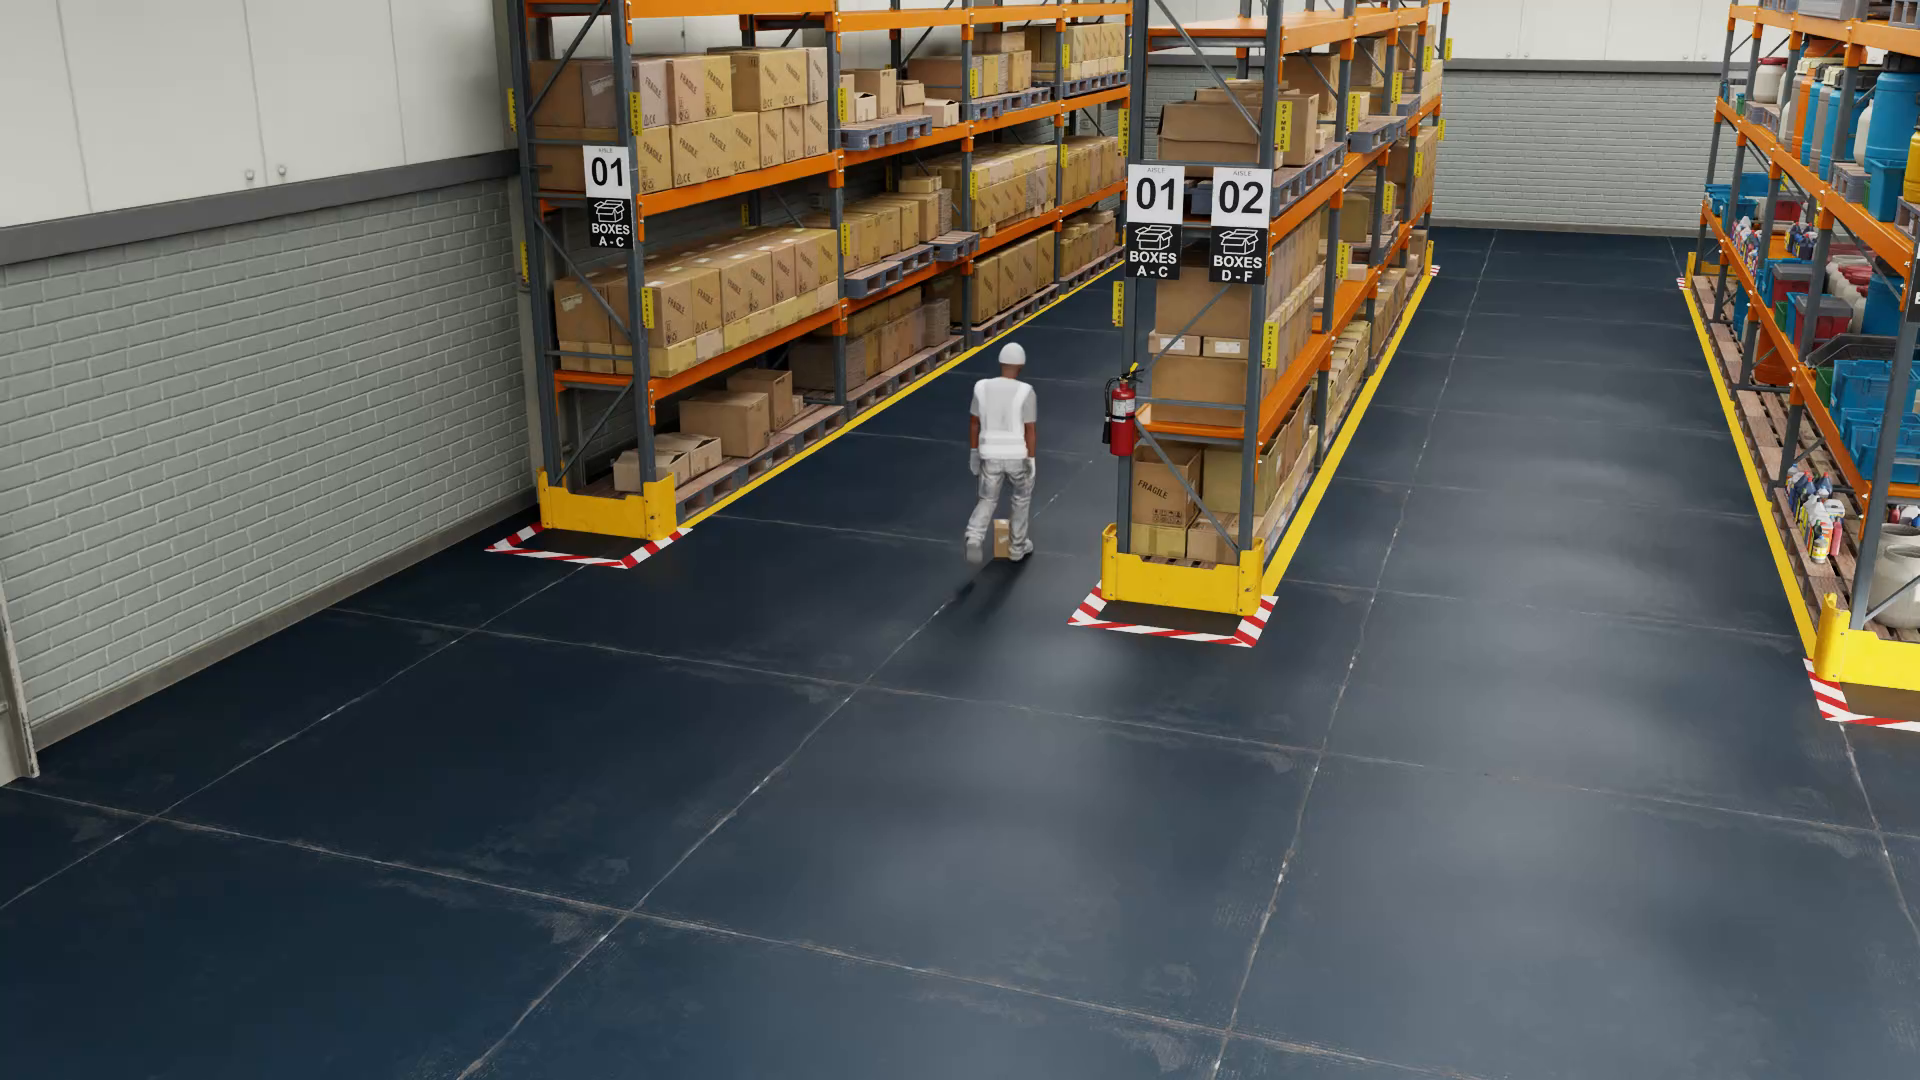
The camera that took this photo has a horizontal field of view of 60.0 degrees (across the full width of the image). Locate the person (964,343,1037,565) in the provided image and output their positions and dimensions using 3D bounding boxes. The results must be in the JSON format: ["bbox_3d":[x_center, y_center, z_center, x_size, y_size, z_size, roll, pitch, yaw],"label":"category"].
[{"bbox_3d":[0.310,-0.636,12.934,0.561,1.760,0.872,7,20,20],"label":"person"}]
